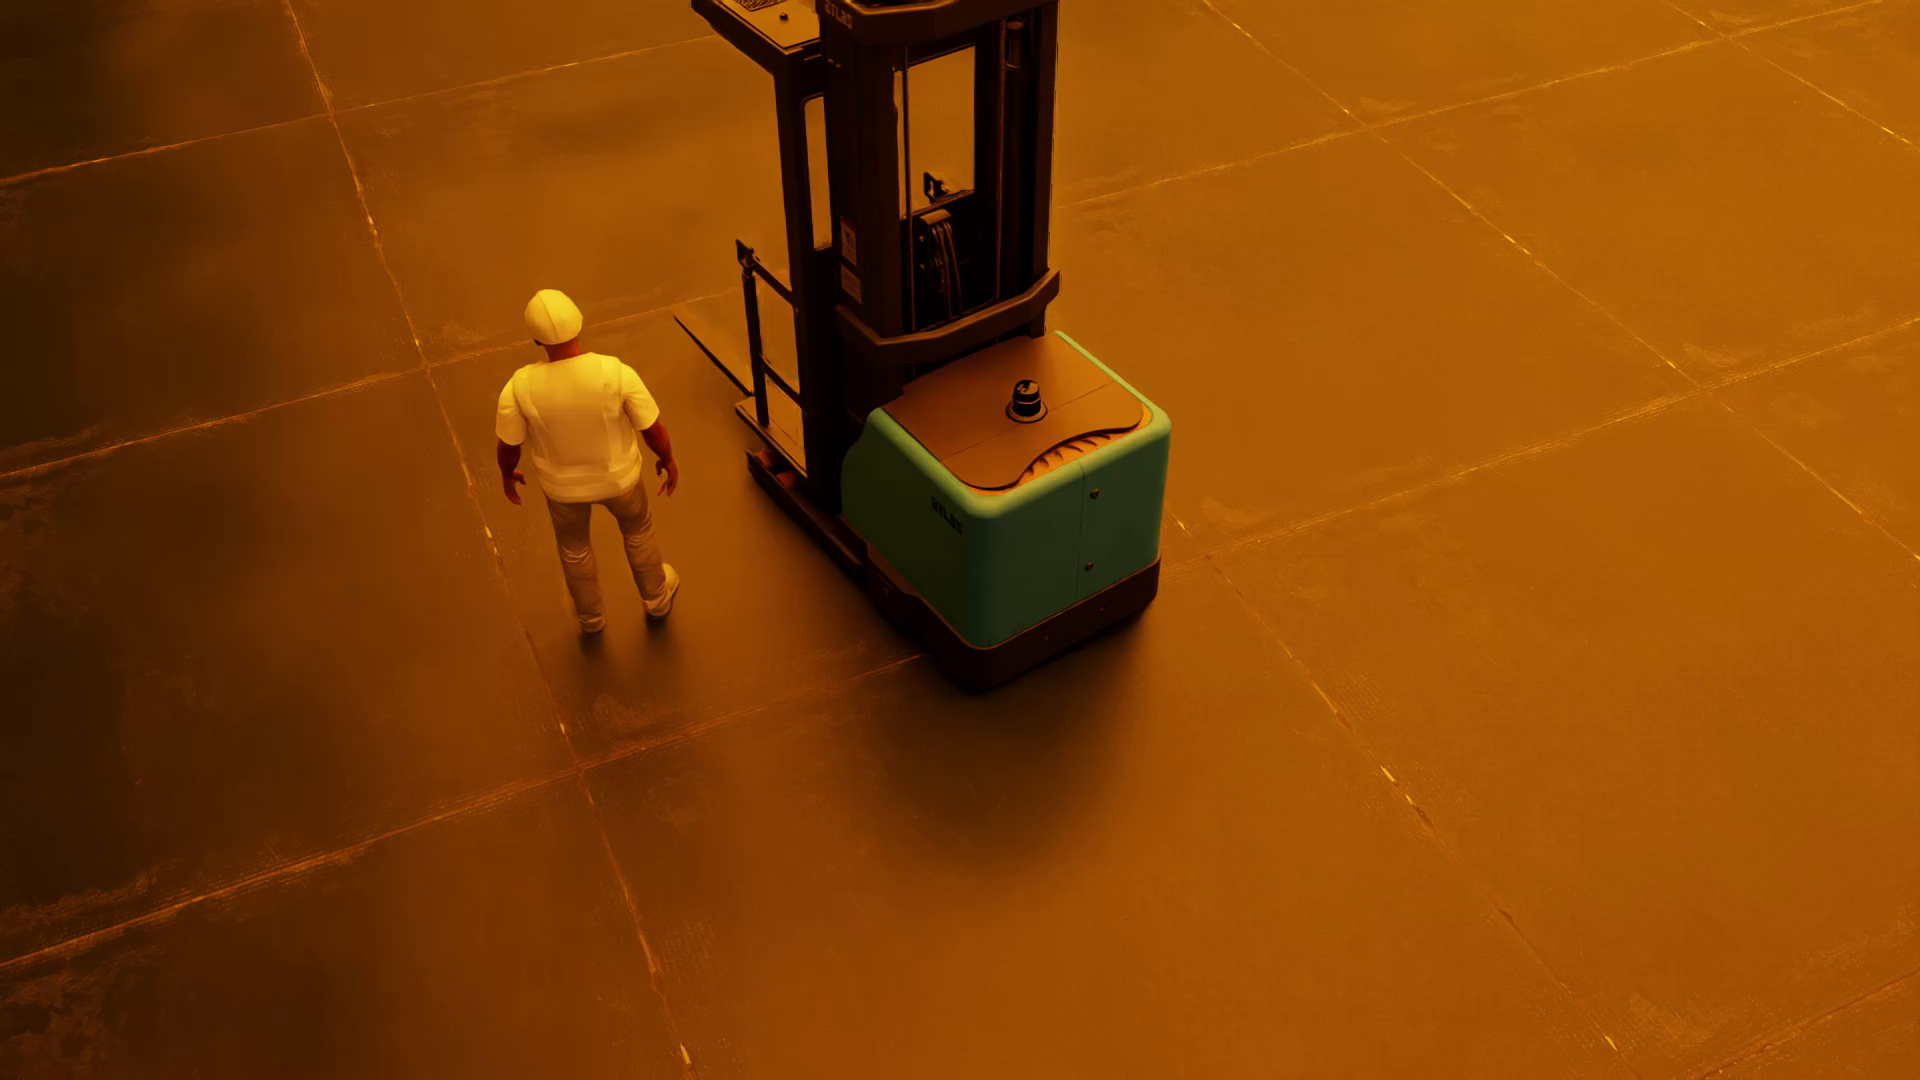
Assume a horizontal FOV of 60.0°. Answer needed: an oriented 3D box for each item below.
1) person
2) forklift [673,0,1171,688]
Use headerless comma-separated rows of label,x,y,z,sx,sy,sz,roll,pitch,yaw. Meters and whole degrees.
person,-1.533,-0.310,6.870,0.708,1.764,0.478,-8,44,-9
forklift,-0.376,-1.412,7.193,1.130,2.935,3.031,-26,49,-25
